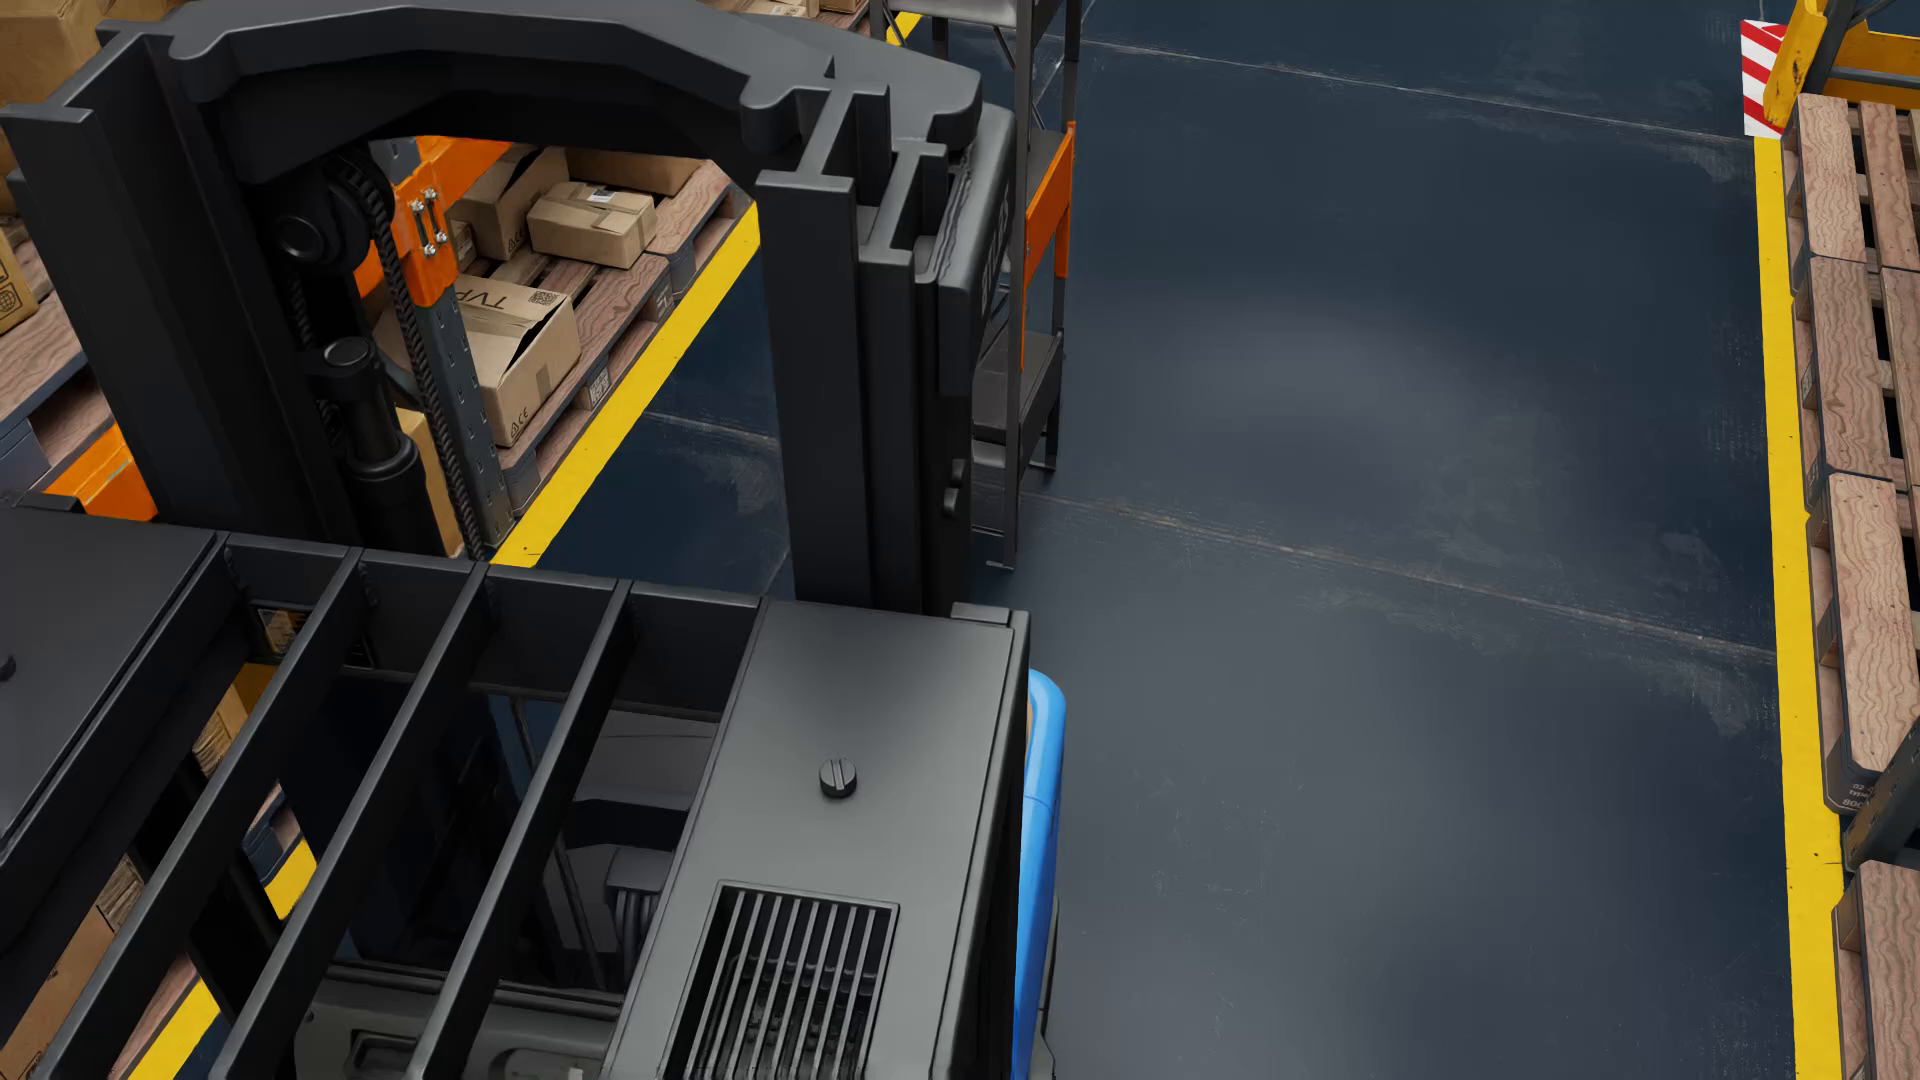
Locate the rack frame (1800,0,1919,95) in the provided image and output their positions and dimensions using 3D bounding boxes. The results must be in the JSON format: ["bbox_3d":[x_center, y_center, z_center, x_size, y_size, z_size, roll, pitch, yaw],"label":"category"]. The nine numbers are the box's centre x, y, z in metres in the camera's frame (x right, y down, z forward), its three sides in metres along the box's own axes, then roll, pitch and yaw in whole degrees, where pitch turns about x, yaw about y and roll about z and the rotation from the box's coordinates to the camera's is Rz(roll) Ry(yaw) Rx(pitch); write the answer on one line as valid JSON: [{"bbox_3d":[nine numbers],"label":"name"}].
[{"bbox_3d":[4.024,-2.800,5.966,1.000,3.000,0.127,13,46,13],"label":"rack frame"}]

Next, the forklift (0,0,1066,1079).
[{"bbox_3d":[-0.513,0.953,2.181,1.130,2.935,3.031,7,45,7],"label":"forklift"}]

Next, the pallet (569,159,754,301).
[{"bbox_3d":[-1.331,-1.462,6.593,1.003,0.211,1.213,13,46,13],"label":"pallet"}]

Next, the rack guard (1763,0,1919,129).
[{"bbox_3d":[4.019,-1.925,6.860,1.175,0.500,0.348,13,46,13],"label":"rack guard"}]

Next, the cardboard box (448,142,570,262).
[{"bbox_3d":[-1.778,-1.321,6.063,0.500,0.311,0.500,13,46,13],"label":"cardboard box"}]

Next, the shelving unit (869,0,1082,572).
[{"bbox_3d":[0.050,-0.861,4.628,0.431,2.100,0.503,13,46,13],"label":"shelving unit"}]

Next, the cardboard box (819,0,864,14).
[{"bbox_3d":[-0.626,-2.701,7.338,0.500,0.500,0.500,13,46,13],"label":"cardboard box"}]

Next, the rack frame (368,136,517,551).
[{"bbox_3d":[-1.907,-1.185,4.316,1.000,3.000,0.127,13,46,13],"label":"rack frame"}]

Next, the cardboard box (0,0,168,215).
[{"bbox_3d":[-2.264,-1.102,3.860,0.700,0.500,0.500,-1,44,-1],"label":"cardboard box"}]

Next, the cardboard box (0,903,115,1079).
[{"bbox_3d":[-2.245,0.942,3.615,0.500,0.500,0.500,11,45,11],"label":"cardboard box"}]

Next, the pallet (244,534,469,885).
[{"bbox_3d":[-2.118,0.362,4.729,1.003,0.211,1.213,13,46,13],"label":"pallet"}]

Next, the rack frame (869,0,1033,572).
[{"bbox_3d":[-0.024,-0.698,4.462,0.400,2.100,0.015,13,46,13],"label":"rack frame"}]

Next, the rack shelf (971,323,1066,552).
[{"bbox_3d":[0.050,-0.351,5.128,0.431,0.518,0.480,13,46,13],"label":"rack shelf"}]

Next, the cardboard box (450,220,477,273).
[{"bbox_3d":[-1.949,-1.026,5.877,0.380,0.149,0.250,13,46,13],"label":"cardboard box"}]

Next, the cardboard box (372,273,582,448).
[{"bbox_3d":[-1.574,-0.615,5.342,0.500,0.311,0.500,13,46,13],"label":"cardboard box"}]

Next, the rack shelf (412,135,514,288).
[{"bbox_3d":[-1.302,-2.261,5.930,1.077,0.370,4.000,13,46,13],"label":"rack shelf"}]

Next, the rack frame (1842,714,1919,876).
[{"bbox_3d":[2.812,-0.133,3.242,1.000,3.000,0.127,13,46,13],"label":"rack frame"}]

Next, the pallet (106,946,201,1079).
[{"bbox_3d":[-2.485,1.178,3.896,1.003,0.211,1.213,13,46,13],"label":"pallet"}]

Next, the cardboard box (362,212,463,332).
[{"bbox_3d":[-2.005,-0.889,5.486,0.500,0.500,0.500,13,46,13],"label":"cardboard box"}]

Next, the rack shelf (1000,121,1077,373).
[{"bbox_3d":[0.050,-0.851,4.638,0.431,0.518,0.480,13,46,13],"label":"rack shelf"}]

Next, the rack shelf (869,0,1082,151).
[{"bbox_3d":[0.050,-1.351,4.148,0.431,0.518,0.480,13,46,13],"label":"rack shelf"}]

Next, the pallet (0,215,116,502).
[{"bbox_3d":[-2.253,-0.607,3.863,1.003,0.211,1.213,13,46,13],"label":"pallet"}]

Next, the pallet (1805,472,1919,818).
[{"bbox_3d":[2.998,0.365,4.726,1.003,0.211,1.213,13,46,13],"label":"pallet"}]

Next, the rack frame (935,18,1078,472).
[{"bbox_3d":[0.124,-1.023,4.795,0.400,2.100,0.015,13,46,13],"label":"rack frame"}]

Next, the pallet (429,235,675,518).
[{"bbox_3d":[-1.698,-0.646,5.759,1.003,0.211,1.213,13,46,13],"label":"pallet"}]

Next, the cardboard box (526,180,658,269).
[{"bbox_3d":[-1.322,-1.142,5.984,0.380,0.166,0.250,13,46,13],"label":"cardboard box"}]

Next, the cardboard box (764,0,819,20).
[{"bbox_3d":[-0.834,-2.330,7.198,0.380,0.166,0.250,13,46,13],"label":"cardboard box"}]

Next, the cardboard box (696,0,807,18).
[{"bbox_3d":[-0.942,-1.984,6.785,0.500,0.250,0.500,13,46,13],"label":"cardboard box"}]

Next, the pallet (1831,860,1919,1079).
[{"bbox_3d":[2.539,1.369,3.700,1.003,0.211,1.213,13,46,13],"label":"pallet"}]

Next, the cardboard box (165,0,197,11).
[{"bbox_3d":[-2.000,-1.608,4.677,0.500,0.500,0.500,13,46,13],"label":"cardboard box"}]

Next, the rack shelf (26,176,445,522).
[{"bbox_3d":[-2.513,0.405,3.206,1.077,0.370,4.000,13,46,13],"label":"rack shelf"}]

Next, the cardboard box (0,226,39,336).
[{"bbox_3d":[-2.412,-0.631,3.378,0.700,0.500,0.500,19,48,19],"label":"cardboard box"}]

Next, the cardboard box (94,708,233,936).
[{"bbox_3d":[-2.094,0.603,3.962,0.500,0.500,0.500,13,46,13],"label":"cardboard box"}]

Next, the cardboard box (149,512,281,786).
[{"bbox_3d":[-1.941,0.268,4.304,0.500,0.500,0.500,13,46,13],"label":"cardboard box"}]

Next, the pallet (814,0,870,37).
[{"bbox_3d":[-0.960,-2.272,7.421,1.003,0.211,1.213,13,46,13],"label":"pallet"}]

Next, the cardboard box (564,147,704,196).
[{"bbox_3d":[-1.343,-1.703,6.316,0.797,0.503,0.637,13,46,13],"label":"cardboard box"}]

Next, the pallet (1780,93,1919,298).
[{"bbox_3d":[3.737,-1.262,6.388,1.003,0.211,1.213,13,46,13],"label":"pallet"}]

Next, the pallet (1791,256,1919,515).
[{"bbox_3d":[3.366,-0.451,5.560,1.003,0.211,1.213,13,46,13],"label":"pallet"}]

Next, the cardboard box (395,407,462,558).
[{"bbox_3d":[-1.784,-0.059,4.639,0.500,0.500,0.500,12,46,12],"label":"cardboard box"}]
